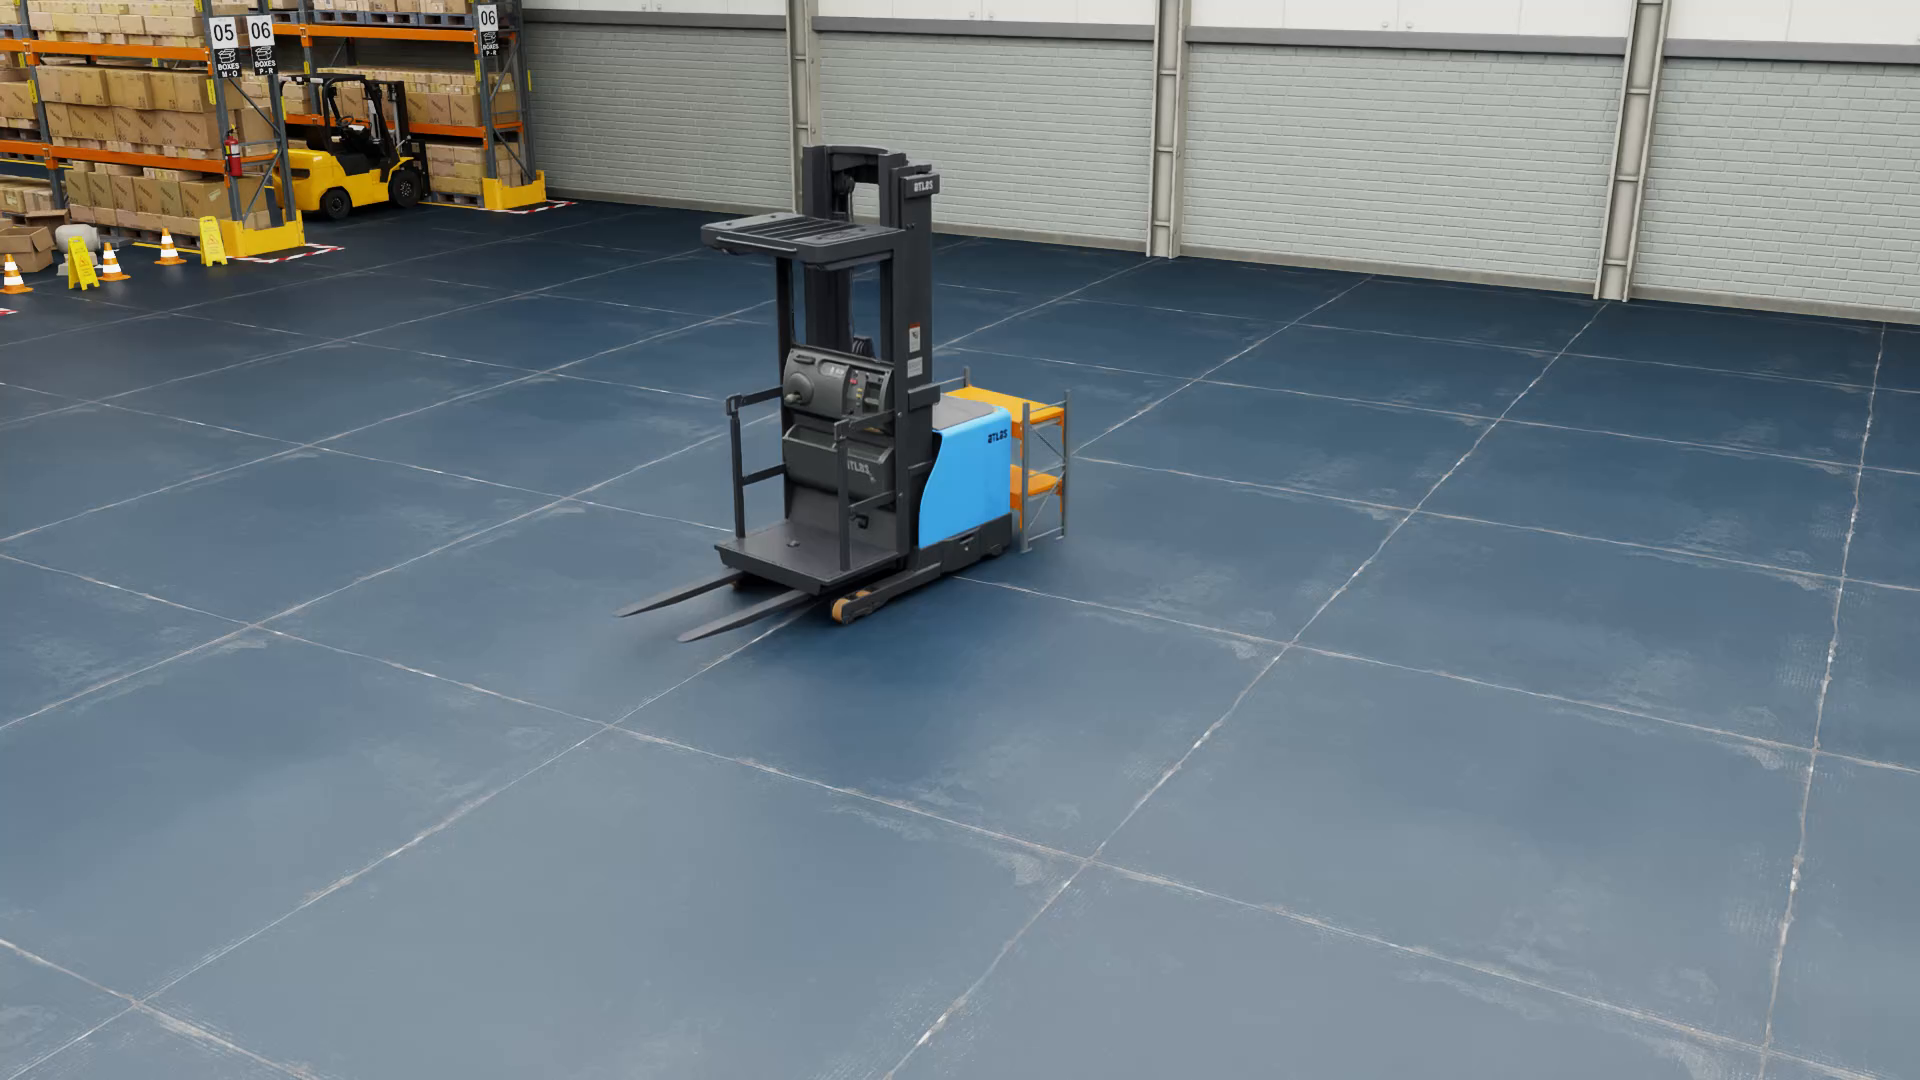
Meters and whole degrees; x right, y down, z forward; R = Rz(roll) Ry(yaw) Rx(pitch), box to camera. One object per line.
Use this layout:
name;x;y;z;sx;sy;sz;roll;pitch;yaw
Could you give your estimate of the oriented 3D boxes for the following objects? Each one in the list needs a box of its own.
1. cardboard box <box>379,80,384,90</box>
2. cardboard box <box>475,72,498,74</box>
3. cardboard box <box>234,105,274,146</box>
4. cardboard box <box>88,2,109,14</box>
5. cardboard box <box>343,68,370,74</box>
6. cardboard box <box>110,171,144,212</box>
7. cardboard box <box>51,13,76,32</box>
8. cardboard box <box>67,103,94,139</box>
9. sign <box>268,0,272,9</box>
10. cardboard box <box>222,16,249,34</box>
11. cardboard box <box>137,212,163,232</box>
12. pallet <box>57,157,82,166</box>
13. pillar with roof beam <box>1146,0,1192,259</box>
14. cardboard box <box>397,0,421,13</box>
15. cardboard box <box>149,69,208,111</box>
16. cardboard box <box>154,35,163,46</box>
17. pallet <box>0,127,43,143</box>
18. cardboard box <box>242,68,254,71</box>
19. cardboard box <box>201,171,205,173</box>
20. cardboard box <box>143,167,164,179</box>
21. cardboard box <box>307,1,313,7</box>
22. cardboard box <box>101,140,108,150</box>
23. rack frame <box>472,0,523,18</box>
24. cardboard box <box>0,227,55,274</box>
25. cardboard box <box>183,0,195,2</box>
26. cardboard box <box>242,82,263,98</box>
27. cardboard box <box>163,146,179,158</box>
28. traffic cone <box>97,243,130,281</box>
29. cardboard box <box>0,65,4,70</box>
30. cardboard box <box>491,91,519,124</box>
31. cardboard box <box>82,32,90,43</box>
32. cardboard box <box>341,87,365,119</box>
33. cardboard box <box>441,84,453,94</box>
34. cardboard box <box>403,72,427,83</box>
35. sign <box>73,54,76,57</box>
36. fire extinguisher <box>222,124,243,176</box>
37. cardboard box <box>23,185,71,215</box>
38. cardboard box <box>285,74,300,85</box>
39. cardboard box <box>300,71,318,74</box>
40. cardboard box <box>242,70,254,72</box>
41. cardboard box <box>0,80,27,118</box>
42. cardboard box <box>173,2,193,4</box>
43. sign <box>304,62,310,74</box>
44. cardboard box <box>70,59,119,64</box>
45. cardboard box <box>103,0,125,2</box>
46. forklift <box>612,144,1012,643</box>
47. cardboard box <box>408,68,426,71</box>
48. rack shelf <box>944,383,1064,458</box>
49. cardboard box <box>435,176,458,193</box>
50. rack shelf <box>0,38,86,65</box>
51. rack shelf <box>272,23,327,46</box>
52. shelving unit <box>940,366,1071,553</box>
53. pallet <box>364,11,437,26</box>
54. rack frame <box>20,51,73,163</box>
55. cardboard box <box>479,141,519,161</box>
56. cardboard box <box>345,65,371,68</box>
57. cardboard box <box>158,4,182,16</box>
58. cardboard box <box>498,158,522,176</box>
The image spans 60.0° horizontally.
cardboard box;-9.688;-7.688;28.064;0.250;0.149;0.380;10;22;26
cardboard box;-7.840;-7.698;27.654;0.250;0.149;0.380;12;23;29
cardboard box;-10.145;-5.894;23.632;0.500;0.500;0.500;10;22;26
cardboard box;-12.079;-7.528;23.519;0.250;0.149;0.380;10;22;26
cardboard box;-10.308;-7.983;28.441;0.250;0.149;0.380;10;22;26
cardboard box;-12.050;-5.118;24.391;0.500;0.500;0.500;12;23;30
cardboard box;-12.653;-7.453;23.897;0.500;0.250;0.500;11;22;27
cardboard box;-12.661;-6.165;24.379;0.500;0.500;0.500;11;23;27
sign;-9.602;-7.528;23.039;0.005;0.325;0.100;11;23;27
cardboard box;-10.176;-7.188;23.167;0.500;0.250;0.500;10;22;26
cardboard box;-11.612;-4.679;24.281;0.500;0.250;0.500;10;22;25
pallet;-17.197;-7.585;32.965;1.213;0.211;1.003;11;23;27
pillar with roof beam;0.759;-6.951;18.331;0.400;9.000;9.100;11;23;27
cardboard box;-8.800;-8.927;27.267;0.500;0.500;0.700;11;23;28
cardboard box;-10.857;-6.309;23.310;0.500;0.500;0.700;11;23;28
cardboard box;-10.952;-6.962;23.128;0.250;0.149;0.380;11;23;28
pallet;-13.955;-6.291;25.591;1.213;0.211;1.003;11;23;27
cardboard box;-12.874;-8.538;30.405;0.250;0.149;0.380;10;22;26
cardboard box;-11.350;-5.195;24.604;0.500;0.500;0.500;11;23;28
cardboard box;-11.494;-5.292;23.920;0.250;0.149;0.380;12;23;30
cardboard box;-11.587;-9.425;29.157;0.250;0.149;0.380;11;23;27
cardboard box;-12.301;-5.797;24.315;0.250;0.149;0.380;11;23;27
rack frame;-7.449;-9.844;26.307;0.127;3.000;1.000;11;23;27
cardboard box;-12.635;-3.911;22.408;0.637;0.503;0.797;-4;20;-10
cardboard box;-13.431;-9.809;29.699;0.500;0.500;0.700;10;22;26
cardboard box;-12.391;-8.029;29.588;0.500;0.250;0.500;11;23;28
cardboard box;-11.026;-5.518;23.547;0.250;0.149;0.380;11;23;28
traffic cone;-11.116;-3.654;21.759;0.334;0.463;0.336;11;23;27
cardboard box;-15.285;-7.377;26.154;0.250;0.149;0.380;10;22;25
cardboard box;-7.746;-7.236;27.768;0.500;0.500;0.500;12;23;29
cardboard box;-12.308;-7.208;23.808;0.250;0.149;0.380;10;22;26
cardboard box;-10.218;-7.503;28.504;0.500;0.500;0.500;11;23;28
cardboard box;-8.323;-7.445;27.393;0.250;0.149;0.380;11;23;28
cardboard box;-9.028;-7.695;27.646;0.250;0.149;0.380;11;23;28
sign;-17.658;-9.730;33.091;0.005;0.325;0.100;11;23;27
fire extinguisher;-9.991;-5.353;22.837;0.183;0.674;0.296;11;23;27
cardboard box;-13.818;-5.260;25.703;0.625;0.372;0.950;11;23;28
cardboard box;-11.582;-8.069;29.114;0.250;0.149;0.380;10;22;27
cardboard box;-11.570;-8.265;29.655;0.250;0.149;0.380;11;23;27
cardboard box;-12.893;-8.340;29.859;0.250;0.149;0.380;11;23;27
cardboard box;-14.307;-6.686;25.199;0.500;0.500;0.500;11;23;28
cardboard box;-10.939;-7.506;23.459;0.250;0.149;0.380;11;23;27
sign;-11.197;-8.033;28.530;0.005;0.325;0.100;11;23;27
cardboard box;-16.475;-8.900;31.740;0.500;0.500;0.700;11;23;27
cardboard box;-12.237;-7.796;24.257;0.250;0.149;0.380;12;23;29
forklift;-0.953;-1.021;10.883;1.130;2.935;3.031;16;25;37
cardboard box;-9.207;-7.944;28.332;0.250;0.149;0.380;12;23;29
rack shelf;0.257;-0.894;12.320;1.000;0.278;0.538;18;27;40
cardboard box;-8.443;-5.998;27.919;0.500;0.250;0.500;11;23;27
rack shelf;-15.105;-7.615;25.616;4.000;0.370;1.077;11;23;27
rack shelf;-12.687;-9.094;29.692;4.000;0.370;1.077;11;23;27
shelving unit;0.257;-0.618;12.420;1.048;1.125;0.538;18;27;40
pallet;-9.123;-8.720;27.737;1.213;0.211;1.003;11;23;27
rack frame;-17.925;-9.020;32.831;0.127;3.000;1.000;11;23;27
cardboard box;-7.776;-6.535;27.932;0.500;0.250;0.500;10;22;26
cardboard box;-10.515;-8.218;29.087;0.250;0.149;0.380;11;23;27
cardboard box;-10.744;-7.272;22.814;0.250;0.149;0.380;11;22;27
cardboard box;-7.758;-6.304;28.028;0.500;0.250;0.500;11;23;28
